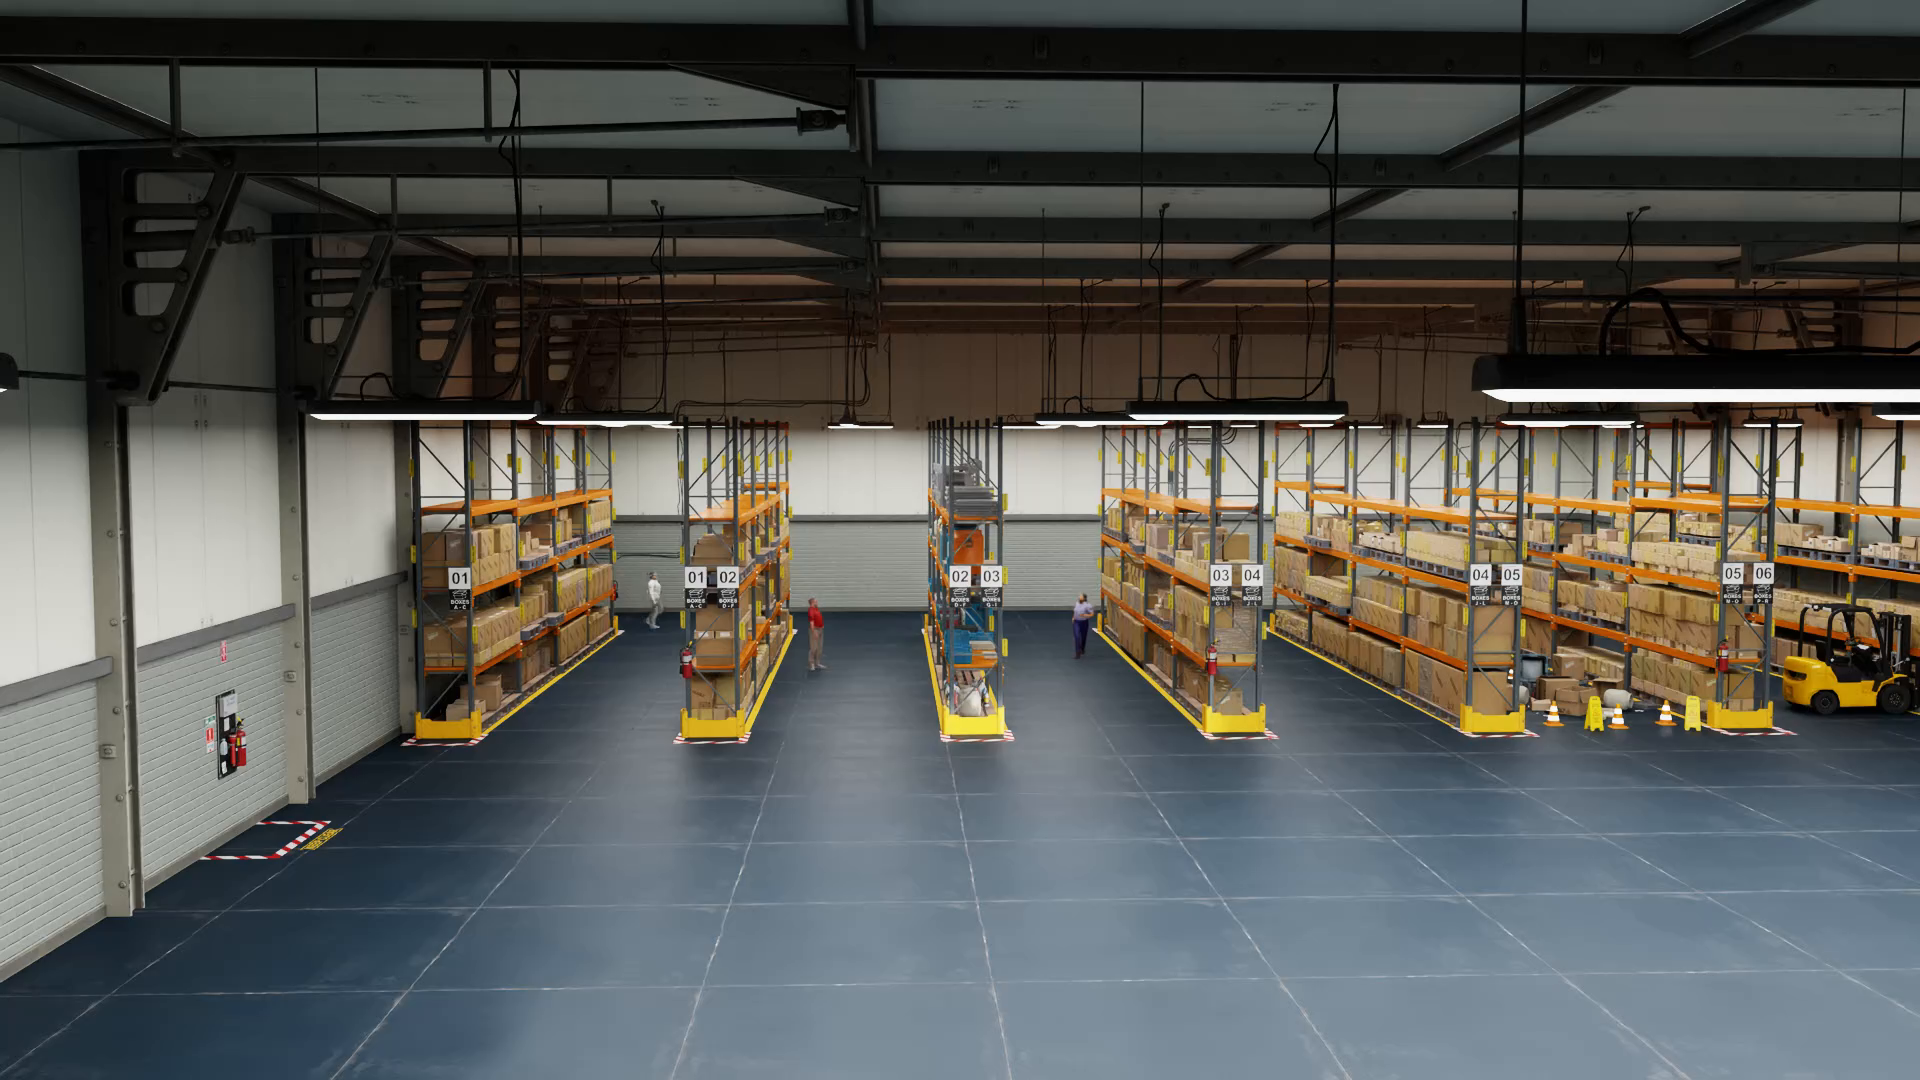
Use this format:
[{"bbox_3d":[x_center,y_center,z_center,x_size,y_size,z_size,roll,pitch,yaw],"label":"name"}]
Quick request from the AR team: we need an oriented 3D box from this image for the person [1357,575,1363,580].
[{"bbox_3d":[11.427,1.821,47.201,0.591,1.663,0.452,-2,4,-24],"label":"person"}]

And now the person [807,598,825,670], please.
[{"bbox_3d":[-3.475,2.292,40.195,0.410,1.803,0.631,2,4,24],"label":"person"}]

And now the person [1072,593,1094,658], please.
[{"bbox_3d":[3.104,2.145,42.032,0.551,1.591,1.028,0,4,2],"label":"person"}]

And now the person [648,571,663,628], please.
[{"bbox_3d":[-8.843,1.718,48.208,0.439,1.676,0.495,0,4,1],"label":"person"}]
